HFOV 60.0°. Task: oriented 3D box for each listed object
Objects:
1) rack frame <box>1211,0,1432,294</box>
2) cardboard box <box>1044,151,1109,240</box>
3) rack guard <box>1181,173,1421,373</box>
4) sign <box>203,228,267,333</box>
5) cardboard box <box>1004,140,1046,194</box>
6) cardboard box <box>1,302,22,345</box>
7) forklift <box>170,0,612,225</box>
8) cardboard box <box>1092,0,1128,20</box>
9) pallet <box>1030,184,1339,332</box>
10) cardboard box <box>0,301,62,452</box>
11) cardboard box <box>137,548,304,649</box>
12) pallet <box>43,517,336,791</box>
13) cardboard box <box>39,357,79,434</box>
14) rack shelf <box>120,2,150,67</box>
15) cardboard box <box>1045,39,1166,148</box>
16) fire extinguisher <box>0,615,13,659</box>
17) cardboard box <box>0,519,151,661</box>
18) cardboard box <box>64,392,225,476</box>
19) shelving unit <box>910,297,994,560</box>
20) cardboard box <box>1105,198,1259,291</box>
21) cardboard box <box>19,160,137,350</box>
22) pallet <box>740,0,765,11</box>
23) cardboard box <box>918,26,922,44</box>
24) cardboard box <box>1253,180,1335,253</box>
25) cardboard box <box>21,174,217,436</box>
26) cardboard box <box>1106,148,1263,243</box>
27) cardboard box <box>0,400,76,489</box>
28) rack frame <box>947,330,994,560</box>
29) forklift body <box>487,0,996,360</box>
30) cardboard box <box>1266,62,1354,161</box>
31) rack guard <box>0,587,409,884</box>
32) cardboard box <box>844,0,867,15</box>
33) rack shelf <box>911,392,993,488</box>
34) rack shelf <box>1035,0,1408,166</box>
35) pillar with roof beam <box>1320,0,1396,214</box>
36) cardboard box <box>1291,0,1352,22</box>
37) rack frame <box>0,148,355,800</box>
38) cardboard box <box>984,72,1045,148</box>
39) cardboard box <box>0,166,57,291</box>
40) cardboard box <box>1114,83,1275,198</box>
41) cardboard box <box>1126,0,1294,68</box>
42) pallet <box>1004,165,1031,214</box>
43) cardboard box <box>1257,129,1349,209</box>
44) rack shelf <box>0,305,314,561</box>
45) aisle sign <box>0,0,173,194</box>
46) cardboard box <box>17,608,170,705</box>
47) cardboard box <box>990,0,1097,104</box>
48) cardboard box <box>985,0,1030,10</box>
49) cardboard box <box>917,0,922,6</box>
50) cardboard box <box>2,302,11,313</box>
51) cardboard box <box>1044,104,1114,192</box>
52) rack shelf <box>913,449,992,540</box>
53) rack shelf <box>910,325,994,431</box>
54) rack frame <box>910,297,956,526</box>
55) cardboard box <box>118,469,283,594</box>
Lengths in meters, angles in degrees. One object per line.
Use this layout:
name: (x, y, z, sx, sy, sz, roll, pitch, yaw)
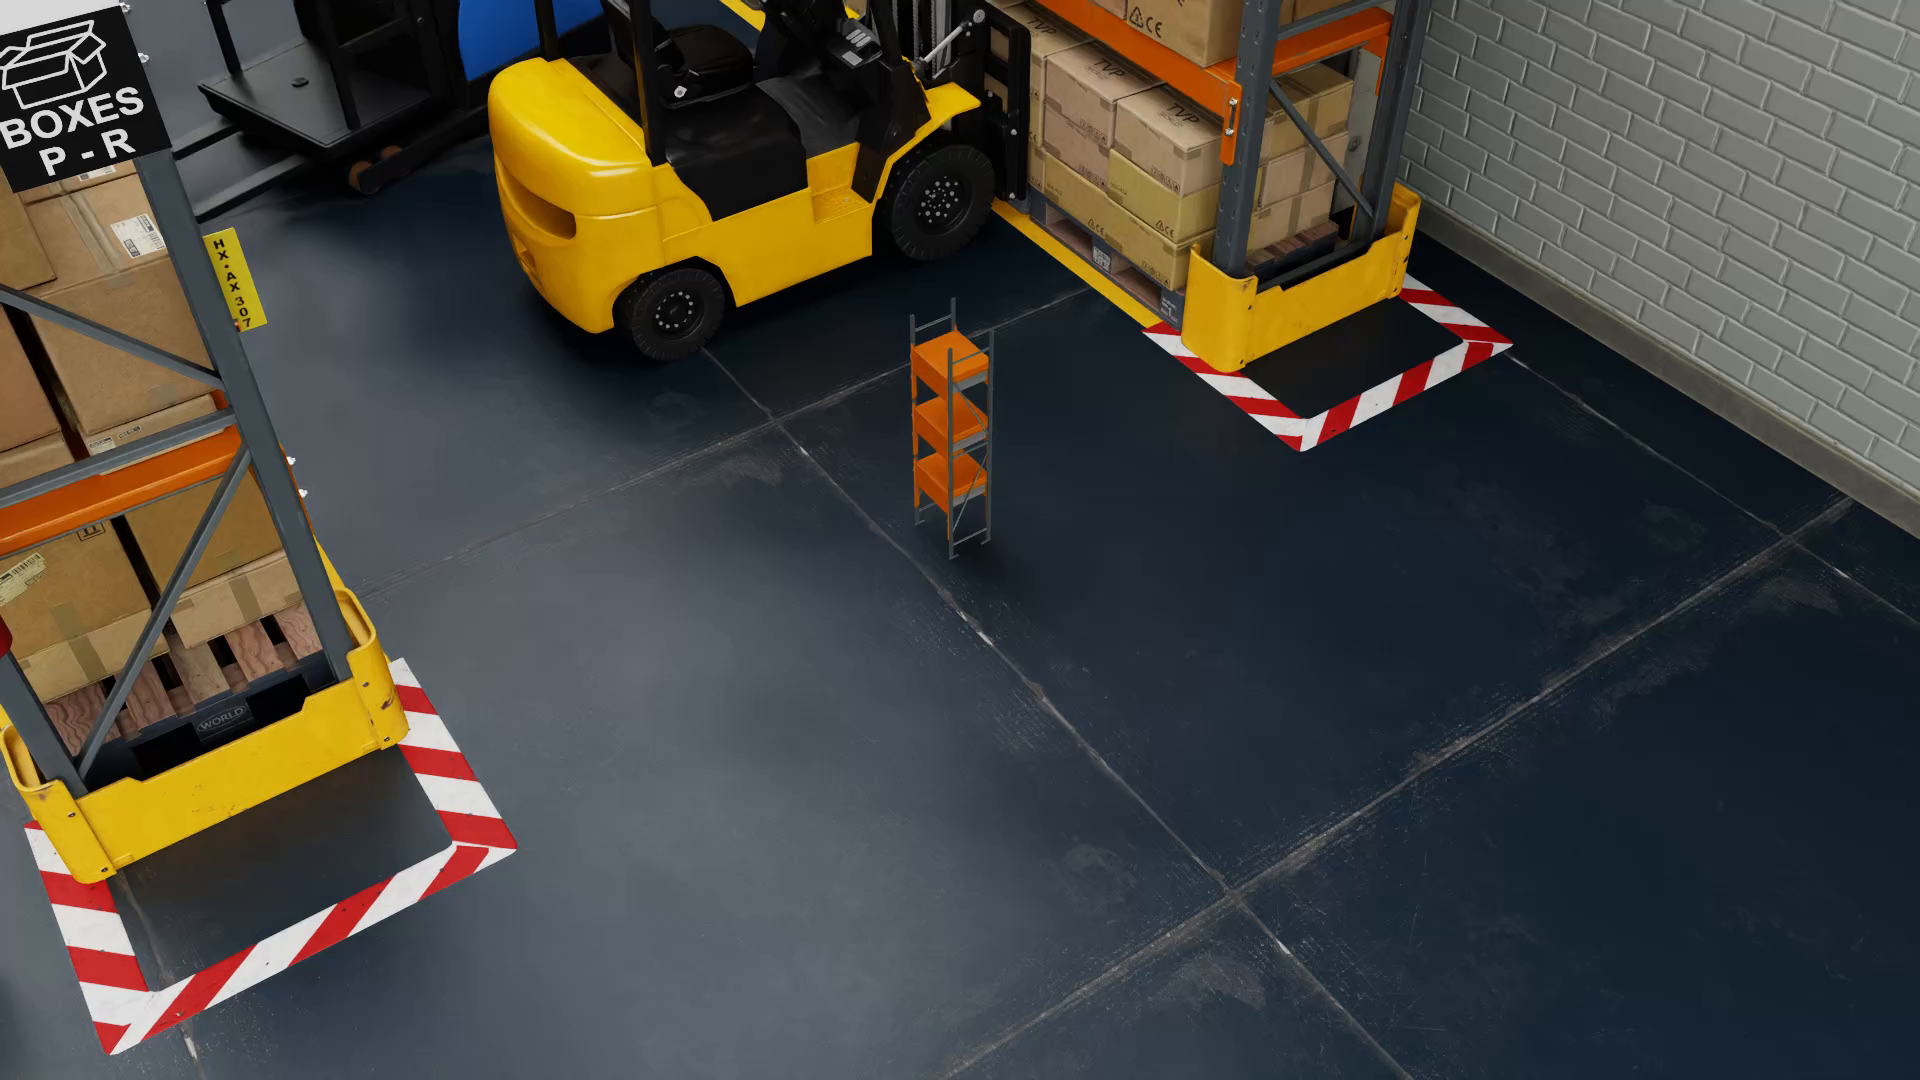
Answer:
rack frame: (1.563, -2.167, 6.848, 1.000, 3.000, 0.127, -26, 49, -24)
cardboard box: (0.758, -1.751, 8.100, 0.500, 0.250, 0.500, -26, 49, -24)
rack guard: (1.577, -1.250, 7.697, 1.175, 0.500, 0.348, -26, 49, -24)
sign: (-2.061, -0.732, 4.718, 0.100, 0.325, 0.005, -26, 49, -24)
cardboard box: (0.479, -2.038, 8.400, 0.500, 0.250, 0.500, -25, 49, -24)
cardboard box: (-3.325, -0.832, 5.162, 0.500, 0.500, 0.500, -26, 49, -24)
forklift: (-3.300, -3.236, 8.017, 1.130, 2.935, 3.031, 27, 50, 26)
cardboard box: (0.777, -2.676, 7.309, 0.500, 0.500, 0.500, -24, 49, -23)
pallet: (1.091, -1.575, 8.247, 1.003, 0.211, 1.213, -26, 49, -24)
cardboard box: (-3.043, -0.547, 4.863, 0.500, 0.500, 0.500, -27, 50, -25)
cardboard box: (-2.741, 0.072, 6.189, 0.500, 0.250, 0.500, -26, 49, -25)
pallet: (-2.986, 0.287, 6.297, 1.003, 0.211, 1.213, -26, 49, -24)
cardboard box: (-2.687, -0.525, 5.310, 0.380, 0.149, 0.250, -25, 49, -24)
rack shelf: (-3.650, -2.162, 5.191, 1.077, 0.370, 4.000, -26, 49, -24)
cardboard box: (0.747, -2.111, 7.752, 0.500, 0.250, 0.500, -25, 49, -24)
fire extinguisher: (-2.819, 0.070, 4.560, 0.296, 0.674, 0.183, -26, 49, -24)
cardboard box: (-3.179, 0.016, 5.705, 0.500, 0.500, 0.500, -25, 49, -24)
cardboard box: (-2.531, -0.388, 5.166, 0.380, 0.149, 0.250, -26, 49, -24)
shelving unit: (-0.031, -0.410, 6.419, 0.215, 1.050, 0.252, -26, 49, -24)
cardboard box: (1.035, -1.466, 7.801, 0.500, 0.250, 0.500, -25, 49, -24)
cardboard box: (-2.849, -1.018, 5.356, 0.500, 0.500, 0.500, -24, 49, -23)
pallet: (-1.179, -3.826, 10.605, 1.003, 0.211, 1.213, -26, 49, -24)
cardboard box: (-0.134, -2.801, 8.837, 0.500, 0.250, 0.500, -26, 50, -25)
cardboard box: (1.442, -1.680, 8.025, 0.500, 0.250, 0.500, -26, 49, -24)
cardboard box: (-2.550, -0.726, 5.050, 0.500, 0.500, 0.500, -26, 50, -25)
cardboard box: (1.028, -1.658, 7.639, 0.500, 0.250, 0.500, -26, 50, -25)
cardboard box: (-2.896, -0.241, 5.012, 0.380, 0.149, 0.250, -24, 49, -23)
rack frame: (0.039, -0.341, 6.347, 0.200, 1.050, 0.008, -26, 49, -24)
forklift body: (-1.018, -2.214, 7.511, 2.313, 2.155, 1.214, -26, 49, -24)
cardboard box: (1.443, -2.033, 7.671, 0.500, 0.250, 0.500, -26, 50, -25)
rack guard: (-2.550, 0.657, 5.700, 1.175, 0.500, 0.348, -26, 49, -24)
cardboard box: (-0.412, -3.091, 9.140, 0.500, 0.250, 0.500, -26, 49, -25)
rack shelf: (-0.031, -0.402, 6.427, 0.215, 0.259, 0.240, -26, 49, -24)
rack shelf: (0.419, -3.040, 8.283, 1.077, 0.370, 4.000, -26, 49, -24)
pillar with roof beam: (-1.627, -3.387, 3.781, 9.100, 9.000, 0.400, -26, 49, -24)
cardboard box: (1.507, -2.594, 7.222, 0.500, 0.500, 0.500, -24, 49, -23)
rack frame: (-2.506, -0.205, 4.792, 1.000, 3.000, 0.127, -26, 49, -24)
cardboard box: (0.437, -2.230, 8.239, 0.500, 0.250, 0.500, -27, 50, -25)
cardboard box: (-2.978, -0.913, 4.522, 0.700, 0.500, 0.500, -27, 50, -25)
cardboard box: (1.044, -1.824, 7.451, 0.500, 0.250, 0.500, -24, 49, -23)
cardboard box: (1.066, -2.379, 6.997, 0.500, 0.500, 0.500, -27, 50, -25)
pallet: (0.397, -2.266, 8.970, 1.003, 0.211, 1.213, -26, 49, -24)
cardboard box: (1.464, -1.854, 7.845, 0.500, 0.250, 0.500, -25, 49, -24)
rack shelf: (-3.650, -1.077, 6.227, 1.077, 0.370, 4.000, -26, 49, -24)
aisle sign: (-2.217, -1.232, 3.986, 0.394, 0.787, 0.004, -26, 49, -24)
cardboard box: (-3.203, 0.273, 5.979, 0.500, 0.250, 0.500, -26, 49, -25)
cardboard box: (0.450, -2.393, 8.047, 0.500, 0.250, 0.500, -25, 49, -24)
cardboard box: (0.166, -2.683, 8.351, 0.500, 0.250, 0.500, -27, 50, -25)
cardboard box: (-0.128, -2.983, 8.666, 0.500, 0.250, 0.500, -24, 49, -23)
cardboard box: (-3.464, -0.829, 5.628, 0.380, 0.149, 0.250, -25, 49, -24)
cardboard box: (0.750, -1.946, 7.941, 0.500, 0.250, 0.500, -26, 50, -25)
rack shelf: (-0.031, -0.201, 6.618, 0.215, 0.259, 0.240, -26, 49, -24)
rack shelf: (-0.031, -0.608, 6.231, 0.215, 0.259, 0.240, -26, 49, -24)
rack frame: (-0.100, -0.479, 6.492, 0.200, 1.050, 0.008, -26, 49, -24)
cardboard box: (-2.755, -0.212, 5.944, 0.500, 0.500, 0.500, -27, 50, -26)
